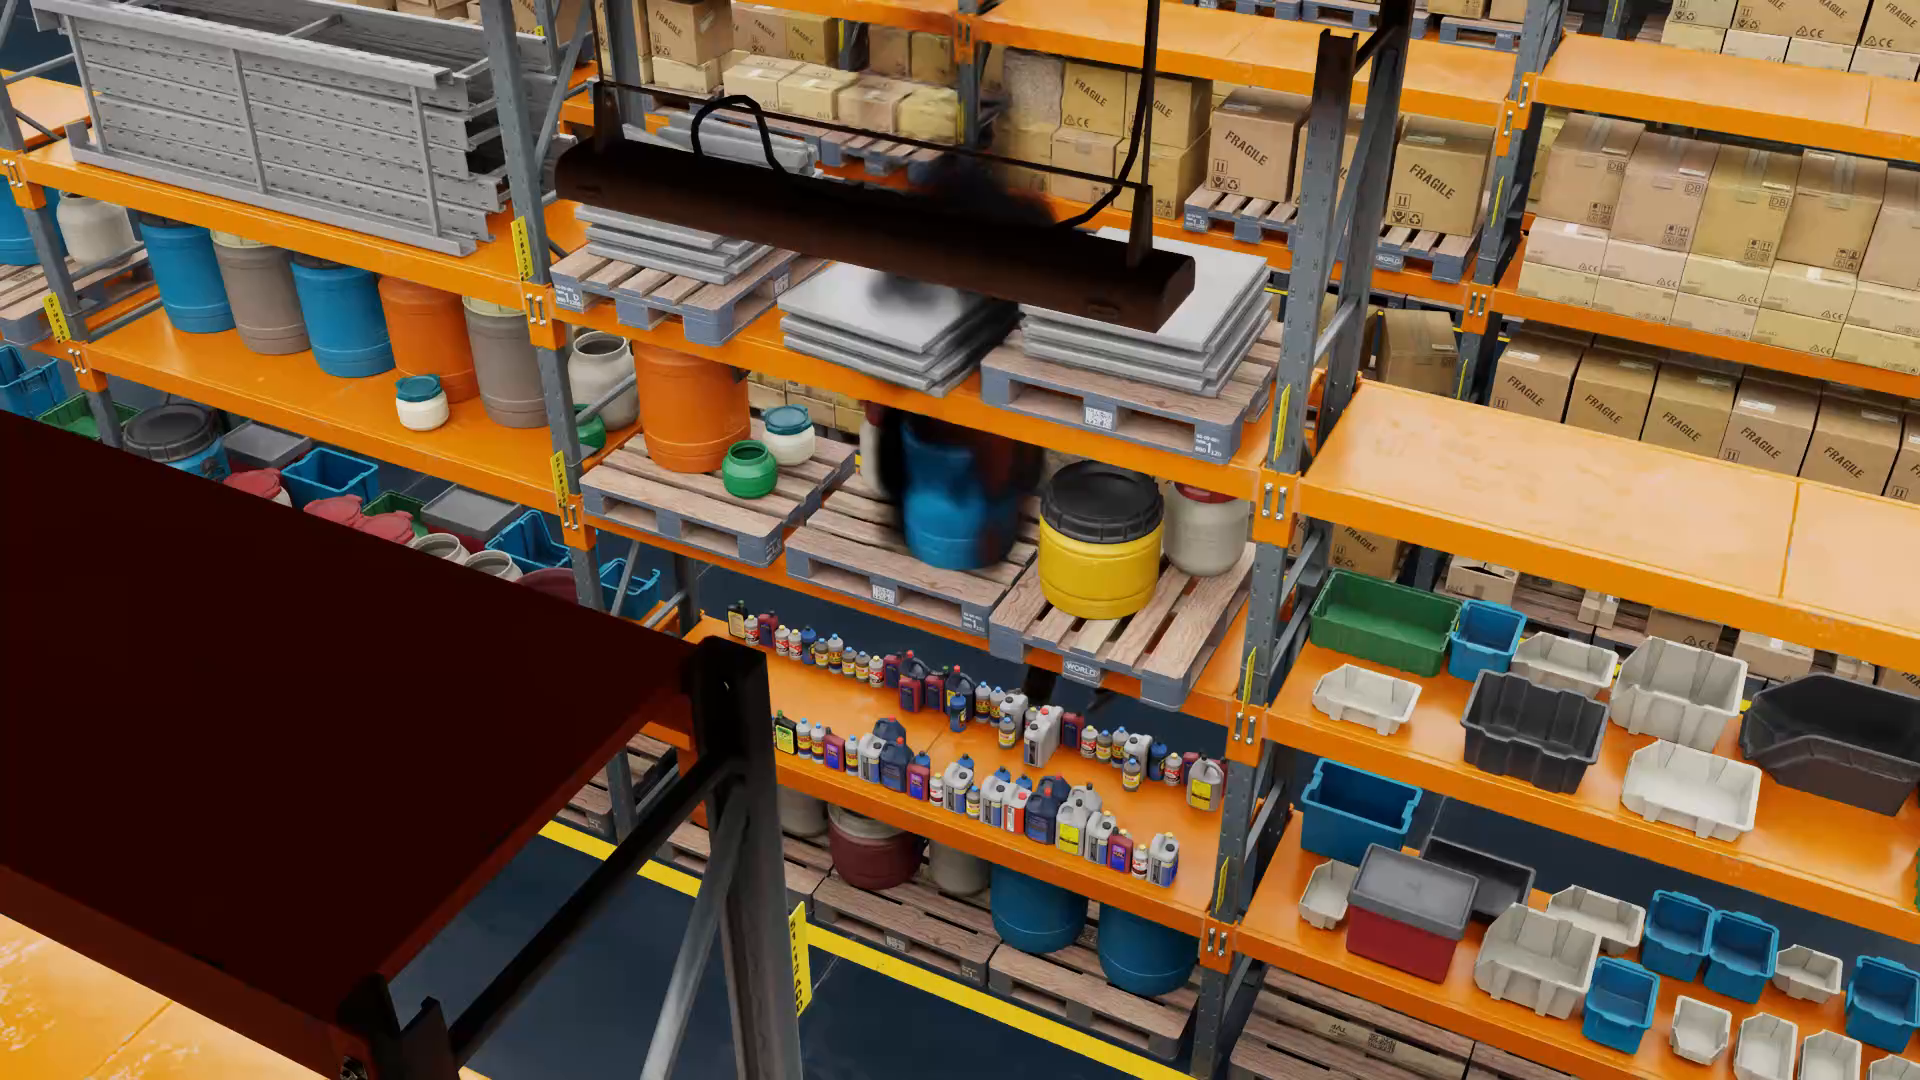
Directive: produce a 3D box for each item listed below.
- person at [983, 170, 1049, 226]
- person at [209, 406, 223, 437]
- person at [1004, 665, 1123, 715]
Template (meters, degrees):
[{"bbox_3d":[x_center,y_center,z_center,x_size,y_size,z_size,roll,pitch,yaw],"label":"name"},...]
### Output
[{"bbox_3d":[0.624,-3.033,16.817,0.820,1.590,0.702,1,35,2],"label":"person"},{"bbox_3d":[-6.334,-1.566,14.580,1.135,1.772,0.658,5,35,7],"label":"person"},{"bbox_3d":[0.724,0.455,11.202,0.894,1.811,0.712,9,36,13],"label":"person"}]
